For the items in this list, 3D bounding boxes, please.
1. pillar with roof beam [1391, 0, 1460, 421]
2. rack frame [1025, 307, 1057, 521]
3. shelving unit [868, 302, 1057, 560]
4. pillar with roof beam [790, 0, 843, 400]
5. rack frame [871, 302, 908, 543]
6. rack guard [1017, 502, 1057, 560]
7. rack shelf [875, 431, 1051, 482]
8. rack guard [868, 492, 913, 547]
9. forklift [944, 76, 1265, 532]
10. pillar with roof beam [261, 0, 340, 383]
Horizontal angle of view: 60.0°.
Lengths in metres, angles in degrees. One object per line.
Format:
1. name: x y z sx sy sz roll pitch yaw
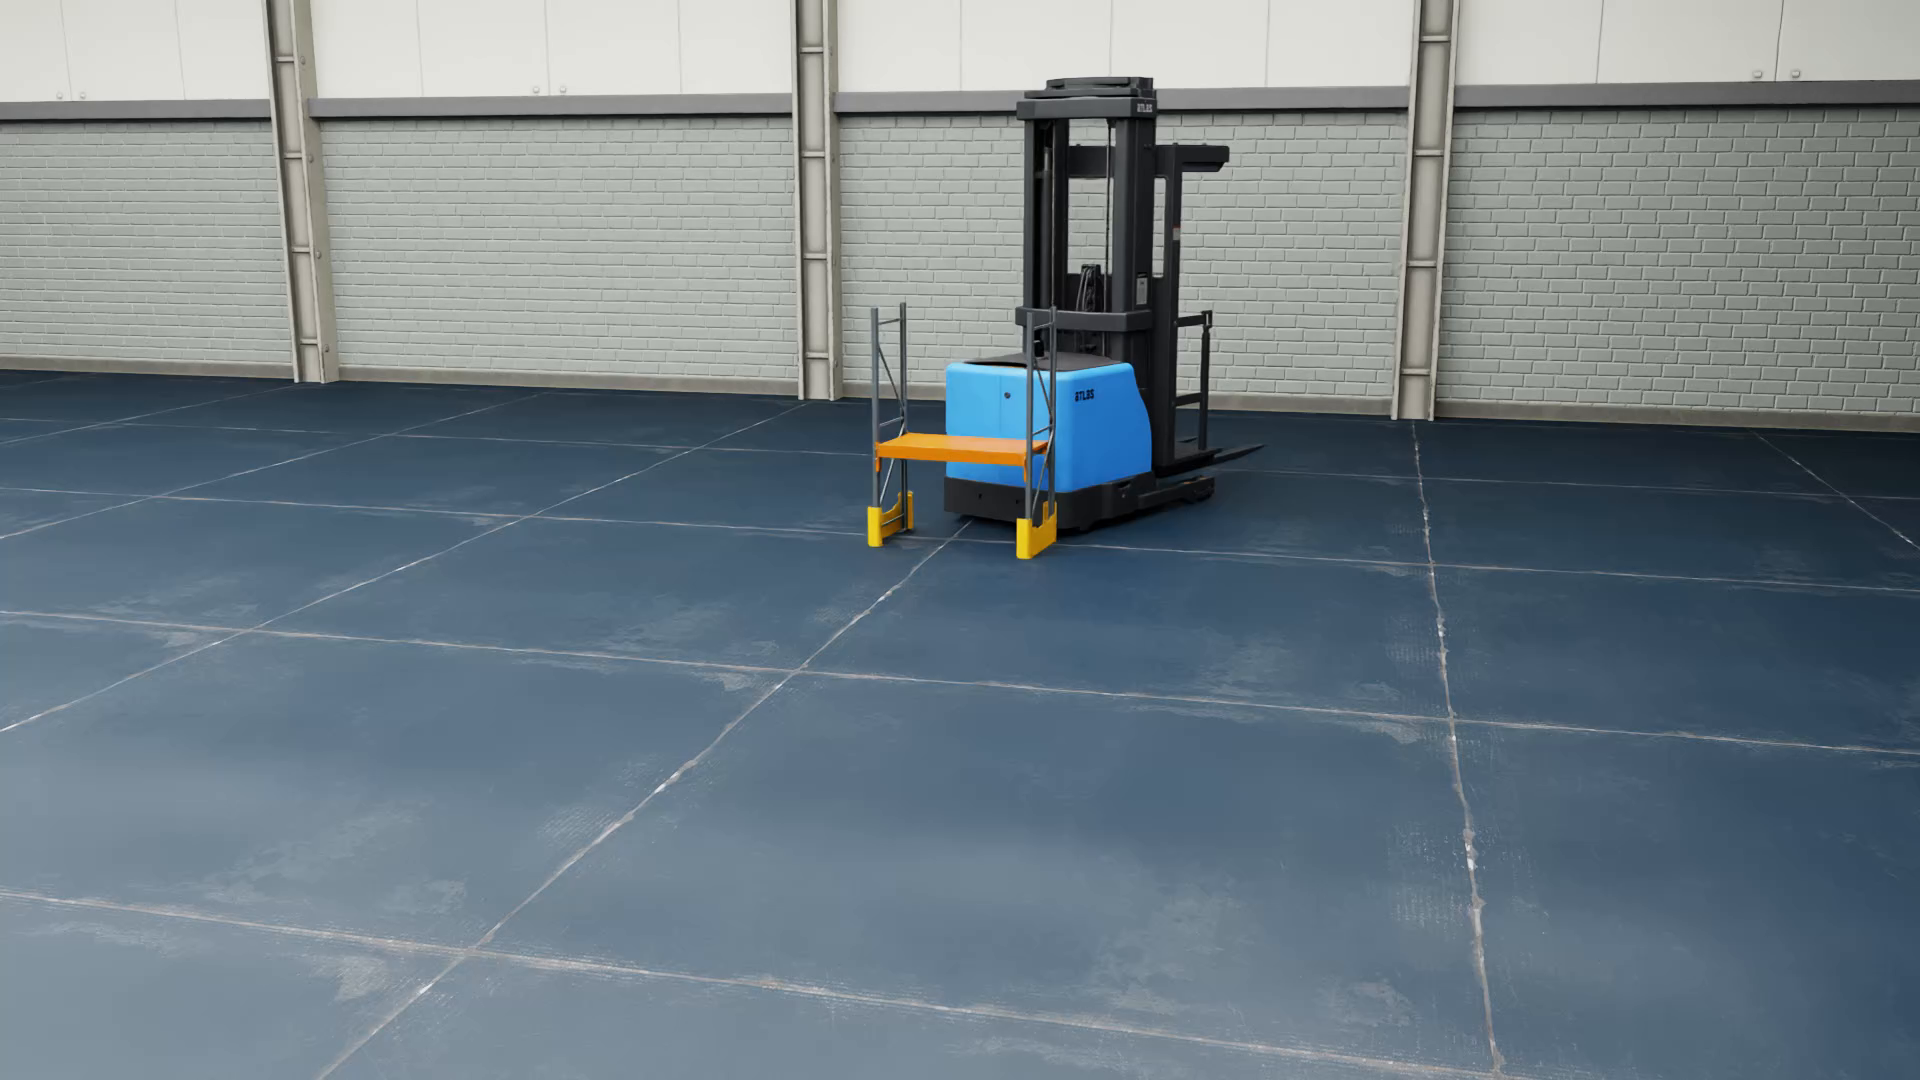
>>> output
1. pillar with roof beam: 3.334 -4.668 10.996 0.400 9.000 9.100 3 13 14
2. rack frame: 0.503 -0.672 10.299 0.032 1.500 0.500 5 13 20
3. shelving unit: 0.019 -0.712 10.478 1.083 1.500 0.587 5 13 20
4. pillar with roof beam: -2.491 -4.979 12.399 0.400 9.000 9.100 3 13 14
5. rack frame: -0.448 -0.750 10.651 0.032 1.500 0.500 5 13 20
6. rack guard: 0.485 -0.063 10.442 0.087 0.250 0.587 5 13 20
7. rack shelf: 0.028 -0.535 10.514 1.000 0.185 0.538 5 13 20
8. rack guard: -0.446 -0.140 10.786 0.087 0.250 0.587 5 13 20
9. forklift: 1.198 -1.750 11.853 1.130 2.935 3.031 10 16 37
10. pillar with roof beam: -8.316 -5.290 13.802 0.400 9.000 9.100 3 13 14
